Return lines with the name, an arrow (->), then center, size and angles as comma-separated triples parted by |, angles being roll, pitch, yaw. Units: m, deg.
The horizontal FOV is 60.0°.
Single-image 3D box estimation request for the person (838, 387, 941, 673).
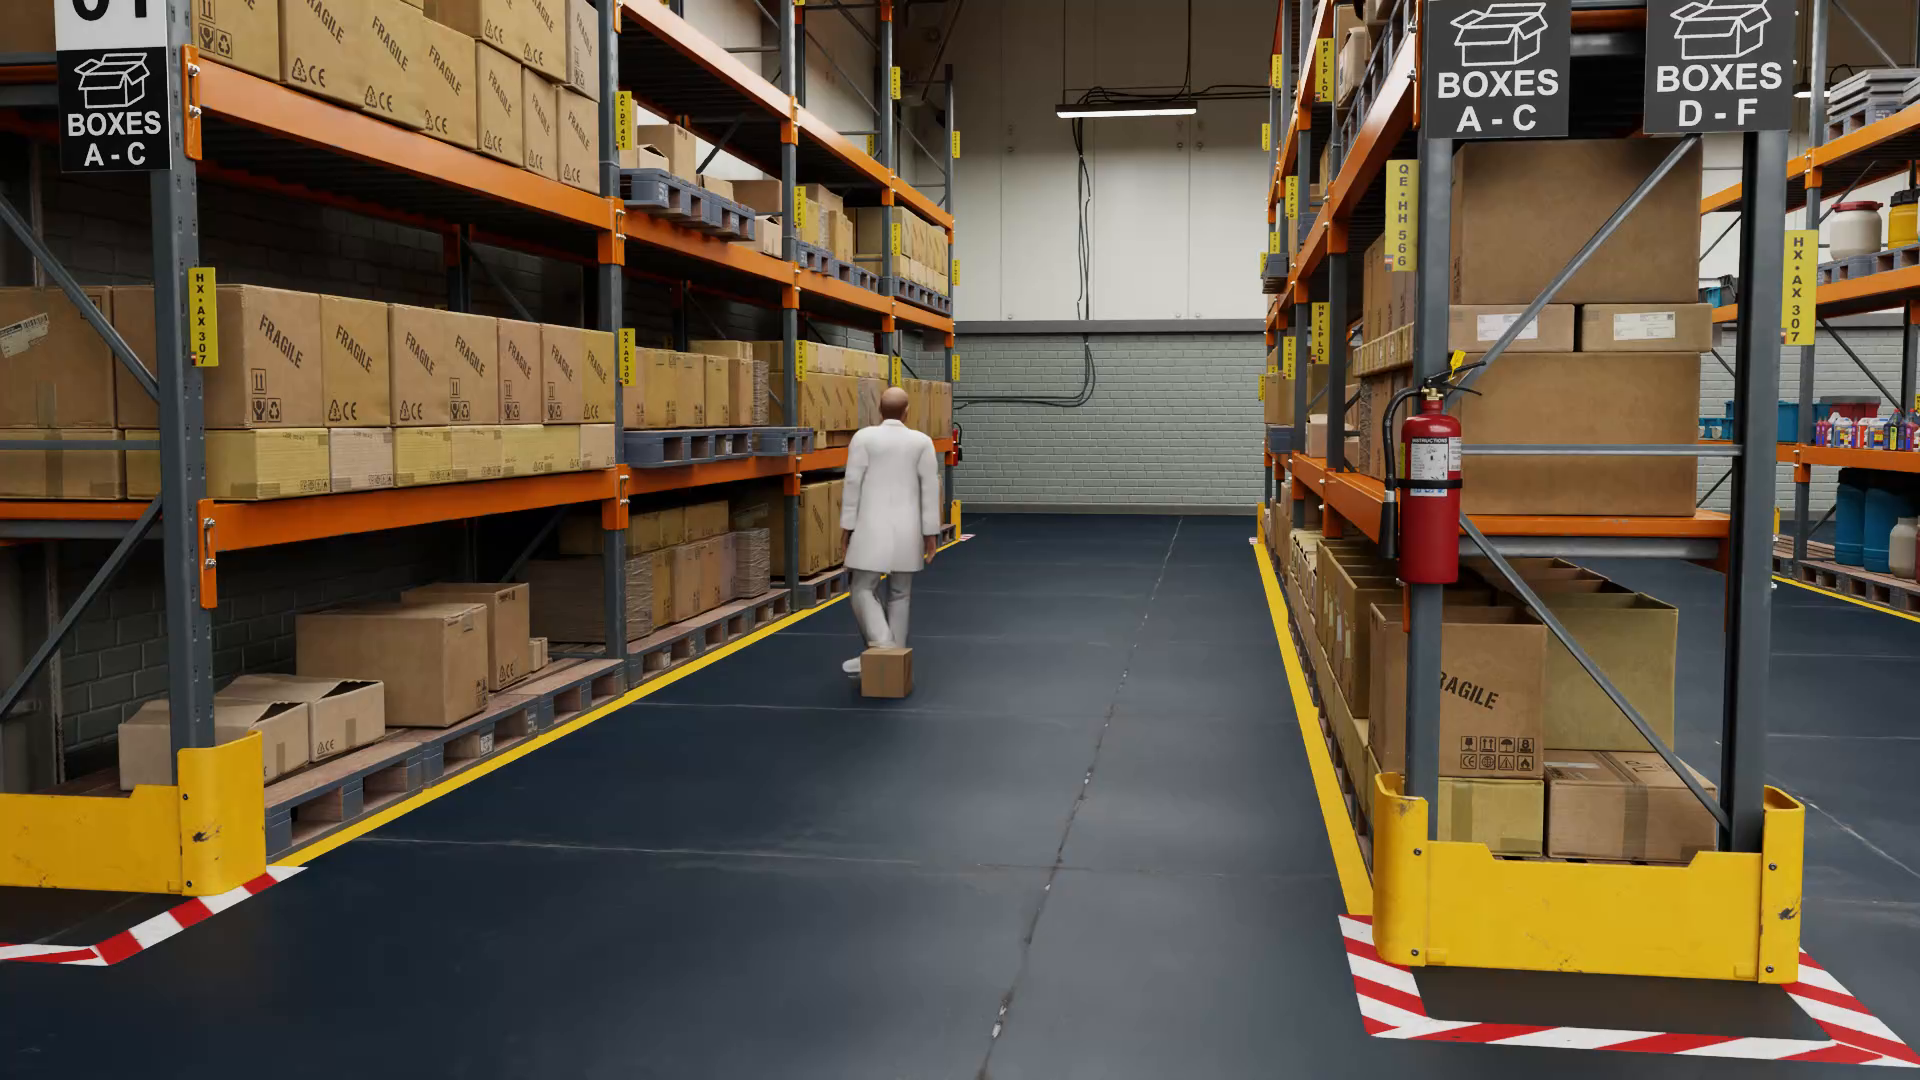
person -> -0.416, -0.033, 9.986 | 0.625, 1.771, 0.622 | -1, 4, -14
